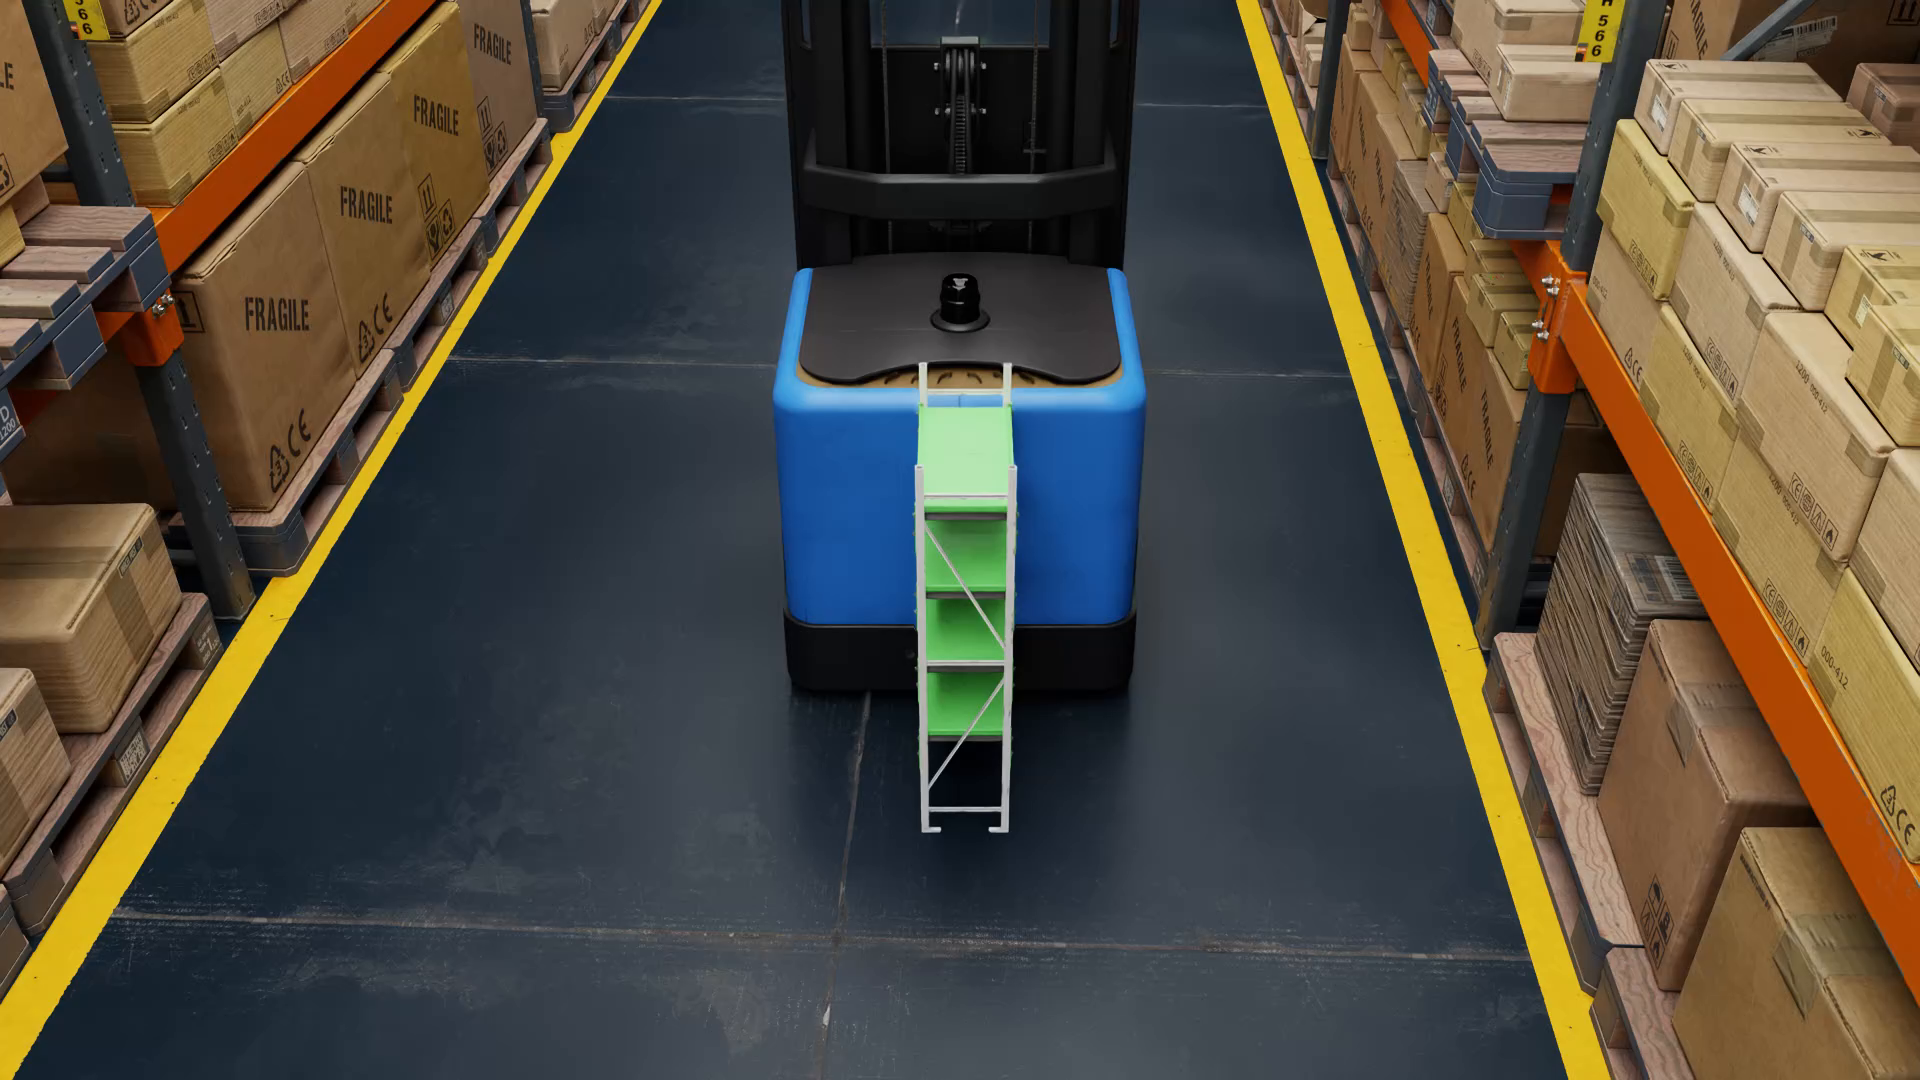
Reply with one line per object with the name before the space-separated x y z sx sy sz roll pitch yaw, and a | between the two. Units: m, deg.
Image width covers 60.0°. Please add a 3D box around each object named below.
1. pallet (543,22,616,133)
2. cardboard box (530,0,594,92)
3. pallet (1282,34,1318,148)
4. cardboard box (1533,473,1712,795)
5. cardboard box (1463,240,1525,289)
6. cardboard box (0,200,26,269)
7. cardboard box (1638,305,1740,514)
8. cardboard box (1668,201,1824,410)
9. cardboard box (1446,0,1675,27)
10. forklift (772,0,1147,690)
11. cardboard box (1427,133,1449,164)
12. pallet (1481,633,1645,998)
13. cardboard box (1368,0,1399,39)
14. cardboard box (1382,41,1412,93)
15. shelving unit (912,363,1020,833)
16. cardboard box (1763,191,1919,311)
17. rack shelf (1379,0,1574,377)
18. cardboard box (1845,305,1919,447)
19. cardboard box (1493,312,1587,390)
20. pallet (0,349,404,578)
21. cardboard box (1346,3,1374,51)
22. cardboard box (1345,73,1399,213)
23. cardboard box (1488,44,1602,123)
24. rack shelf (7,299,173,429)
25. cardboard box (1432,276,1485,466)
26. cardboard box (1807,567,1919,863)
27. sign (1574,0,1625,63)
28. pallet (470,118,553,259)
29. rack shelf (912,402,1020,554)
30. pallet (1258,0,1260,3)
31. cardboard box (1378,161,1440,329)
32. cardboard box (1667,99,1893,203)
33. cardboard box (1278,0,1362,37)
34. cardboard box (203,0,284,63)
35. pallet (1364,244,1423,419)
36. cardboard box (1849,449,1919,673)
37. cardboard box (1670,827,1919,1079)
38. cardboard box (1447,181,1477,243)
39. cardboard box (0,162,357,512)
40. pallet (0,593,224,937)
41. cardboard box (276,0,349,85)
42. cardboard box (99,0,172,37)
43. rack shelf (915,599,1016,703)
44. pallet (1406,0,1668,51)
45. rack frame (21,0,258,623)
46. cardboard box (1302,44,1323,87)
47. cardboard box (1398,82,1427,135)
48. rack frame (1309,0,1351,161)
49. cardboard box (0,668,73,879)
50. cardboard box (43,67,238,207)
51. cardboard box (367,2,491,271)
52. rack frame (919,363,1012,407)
pallet | -2.544 -2.599 9.264 1.003 0.211 1.213 1 35 2
cardboard box | -2.520 -2.786 8.969 0.875 0.438 0.875 1 35 1
pallet | 2.336 -2.446 9.047 1.003 0.211 1.213 1 35 2
cardboard box | 2.108 0.264 4.466 0.875 0.625 0.625 2 35 3
cardboard box | 1.948 -0.906 5.675 0.380 0.149 0.250 0 35 0
cardboard box | -2.530 -0.726 4.028 0.380 0.149 0.250 2 35 3
cardboard box | 1.859 -0.295 3.691 0.500 0.250 0.500 1 35 1
cardboard box | 1.863 -0.500 3.549 0.500 0.250 0.500 2 35 3
cardboard box | 2.027 -2.050 5.603 0.797 0.503 0.637 1 35 1
forklift | 0.000 -1.561 5.423 1.130 2.935 3.031 0 35 0
cardboard box | 2.055 -1.499 6.519 0.380 0.149 0.250 1 35 2
pallet | 2.074 0.719 4.543 1.003 0.211 1.213 1 35 2
cardboard box | 2.064 -2.378 7.511 0.380 0.149 0.250 0 35 0
cardboard box | 2.094 -2.098 7.371 0.380 0.149 0.250 0 35 -1
shelving unit | 0.014 0.175 4.454 0.258 1.200 0.503 0 35 0
cardboard box | 1.847 -0.572 3.304 0.380 0.149 0.250 2 35 2
rack shelf | 2.227 -1.749 6.255 1.077 0.370 4.000 1 35 2
cardboard box | 1.798 -0.282 2.892 0.380 0.149 0.250 2 35 3
cardboard box | 1.913 -0.598 5.237 0.380 0.149 0.250 0 35 0
pallet | -2.706 -0.317 6.017 1.003 0.211 1.213 1 35 2
cardboard box | 2.027 -2.407 7.810 0.380 0.149 0.250 3 35 4
cardboard box | 2.051 -1.762 7.458 0.500 0.500 0.500 1 35 1
cardboard box | 1.789 -1.349 4.914 0.380 0.149 0.250 2 35 3
rack shelf | -2.894 0.437 3.145 1.077 0.370 4.000 1 35 2
cardboard box | 1.979 -0.578 5.773 0.500 0.500 0.500 1 35 1
cardboard box | 1.823 0.300 2.846 0.500 0.250 0.500 2 35 3
sign | 1.604 -1.342 4.113 0.100 0.325 0.005 1 35 2
pallet | -2.608 -1.719 8.012 1.003 0.211 1.213 1 35 2
rack shelf | 0.014 -0.163 4.212 0.258 0.148 0.480 0 35 0
pallet | 2.434 -3.848 11.041 1.003 0.211 1.213 1 35 2
cardboard box | 2.000 -1.178 6.626 0.500 0.500 0.500 0 35 0
cardboard box | 1.830 -0.871 3.729 0.380 0.149 0.250 2 35 3
cardboard box | 2.234 -3.204 9.508 0.700 0.500 0.500 0 35 0
cardboard box | -2.524 -1.732 5.301 0.500 0.250 0.500 2 35 3
pallet | 2.266 -0.880 6.819 1.003 0.211 1.213 1 35 2
cardboard box | 1.829 0.094 2.703 0.500 0.250 0.500 2 35 3
cardboard box | 2.063 1.026 3.381 0.875 0.625 0.625 0 35 0
cardboard box | 2.013 -1.200 6.093 0.380 0.149 0.250 1 35 1
cardboard box | -2.703 -0.704 5.626 0.875 0.875 0.875 1 35 1
pallet | -2.846 0.583 4.736 1.003 0.211 1.213 1 35 2
cardboard box | -2.512 -1.817 5.857 0.500 0.250 0.500 2 35 3
cardboard box | -2.549 -1.734 4.652 0.500 0.500 0.500 0 35 0
rack shelf | 0.014 0.227 4.491 0.258 0.148 0.480 0 35 0
pallet | 2.220 -1.933 6.059 1.003 0.211 1.213 1 35 2
rack frame | -2.813 -1.007 4.573 1.000 3.000 0.127 1 35 2
cardboard box | 2.036 -2.524 8.847 0.380 0.149 0.250 0 35 0
cardboard box | 2.049 -1.798 6.944 0.380 0.149 0.250 1 35 2
rack frame | 2.307 -3.192 7.683 1.000 3.000 0.127 1 35 2
cardboard box | -2.868 0.645 4.143 0.950 0.372 0.625 1 35 1
cardboard box | -2.542 -1.221 5.008 0.500 0.250 0.500 1 35 1
cardboard box | -2.626 -1.730 7.085 0.875 0.875 0.875 2 35 3
rack frame | 0.014 0.034 4.653 0.240 1.200 0.015 0 35 0
